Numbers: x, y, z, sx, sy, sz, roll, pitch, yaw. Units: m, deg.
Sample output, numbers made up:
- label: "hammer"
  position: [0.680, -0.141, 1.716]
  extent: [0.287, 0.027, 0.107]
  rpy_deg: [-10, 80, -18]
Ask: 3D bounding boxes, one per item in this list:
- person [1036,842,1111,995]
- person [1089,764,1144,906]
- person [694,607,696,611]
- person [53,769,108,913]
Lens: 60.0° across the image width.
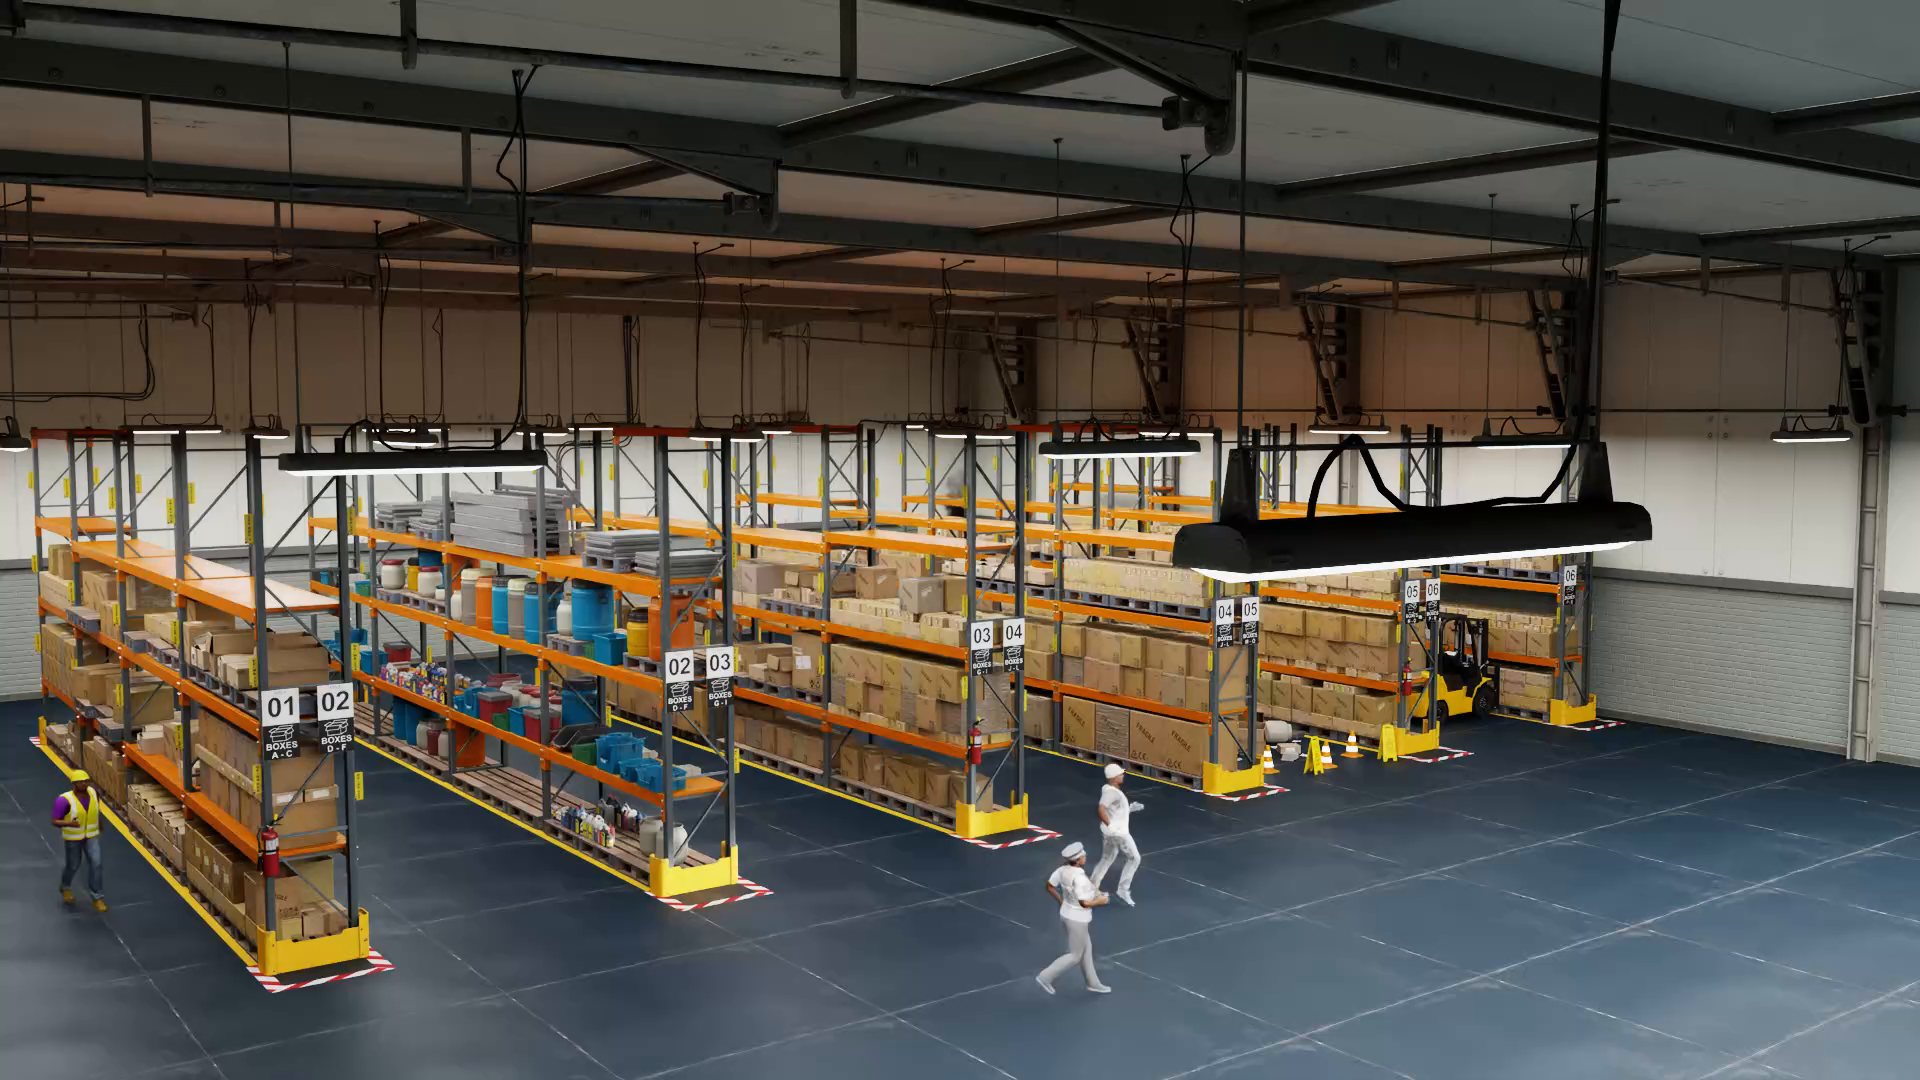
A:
- label: "person"
  position: [1.219, 4.075, 17.803]
  extent: [0.920, 1.699, 0.581]
  rpy_deg: [-2, 5, -20]
- label: "person"
  position: [2.000, 3.772, 21.280]
  extent: [0.758, 1.832, 0.659]
  rpy_deg: [-1, 5, -10]
- label: "person"
  position: [-6.748, 2.385, 40.048]
  extent: [0.792, 1.598, 0.796]
  rpy_deg: [2, 5, 28]
- label: "person"
  position: [-11.155, 3.779, 21.070]
  extent: [0.935, 1.781, 0.654]
  rpy_deg: [4, 6, 42]
